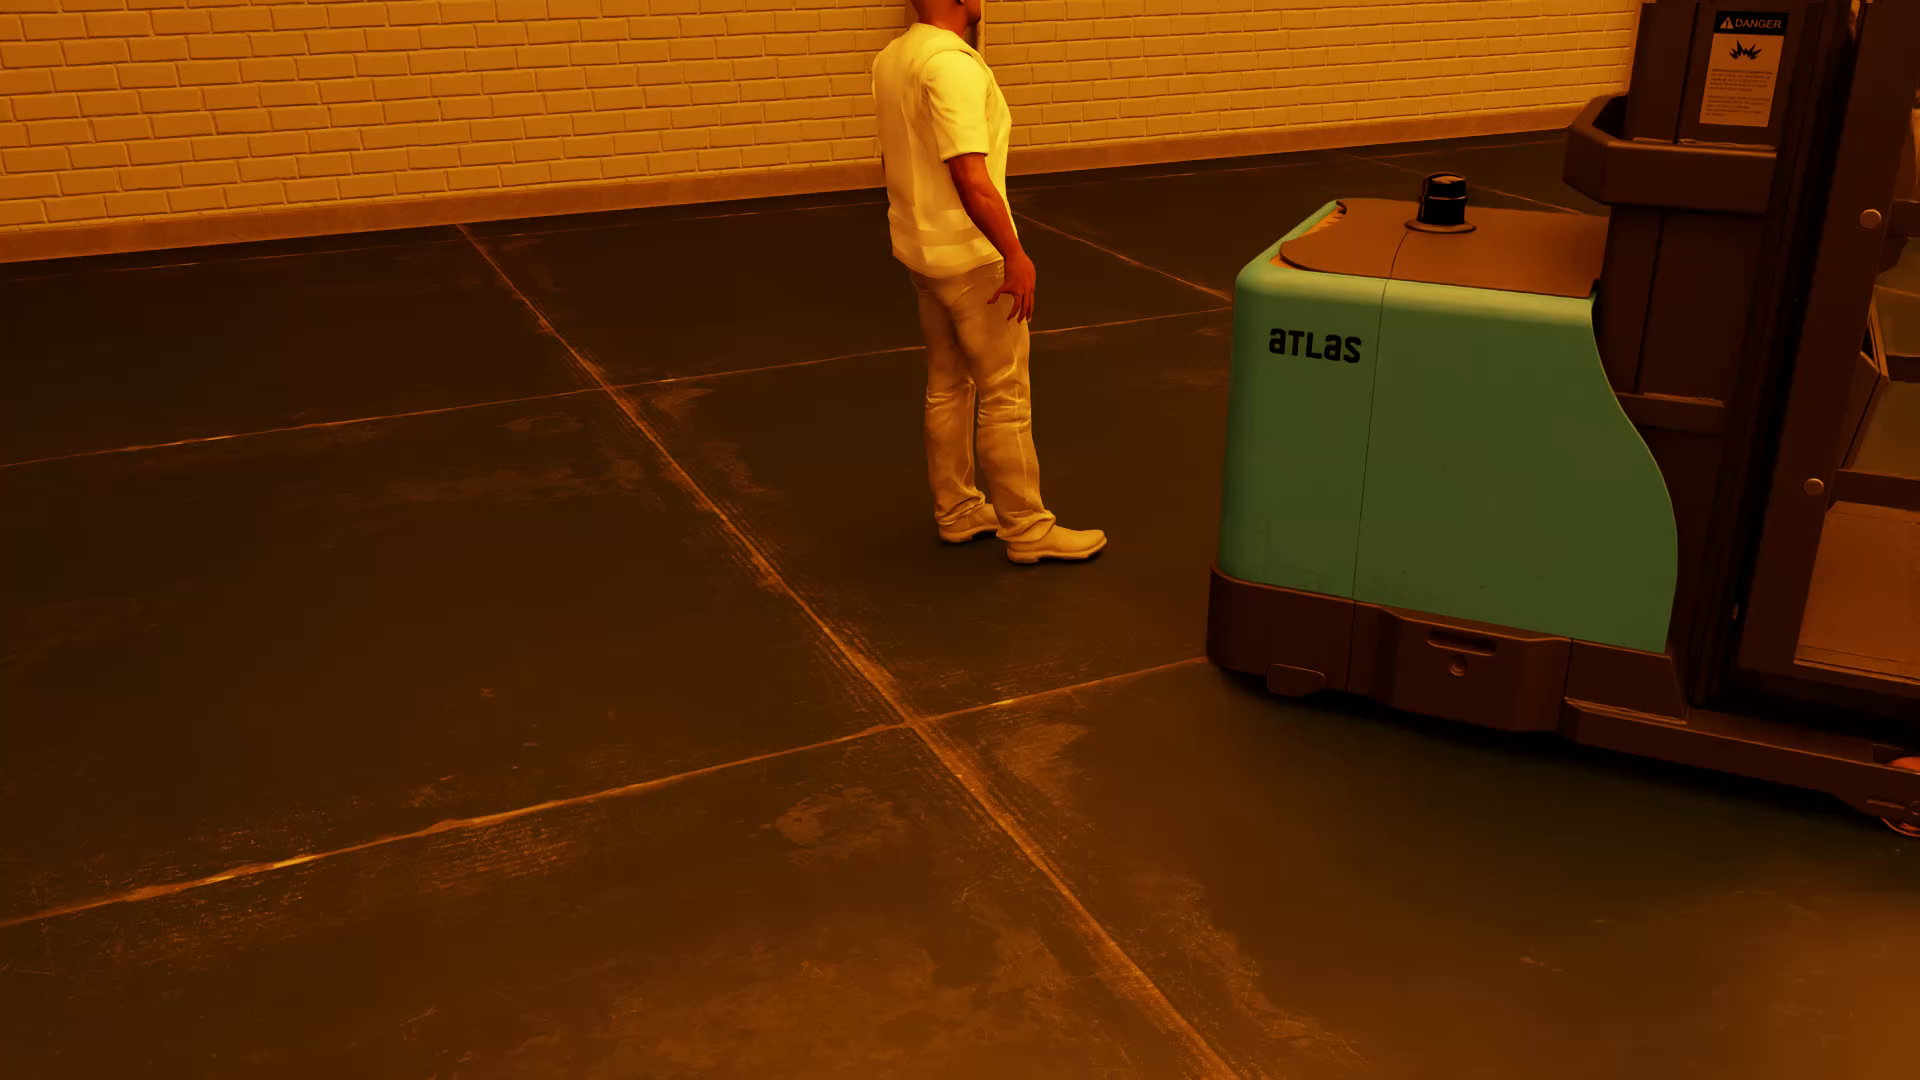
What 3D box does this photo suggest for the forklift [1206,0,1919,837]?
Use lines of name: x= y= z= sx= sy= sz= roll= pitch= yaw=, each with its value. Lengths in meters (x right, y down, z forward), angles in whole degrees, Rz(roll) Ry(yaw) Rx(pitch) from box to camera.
forklift: x=2.186 y=-0.918 z=3.496 sx=3.031 sy=2.935 sz=1.130 roll=10 pitch=25 yaw=23

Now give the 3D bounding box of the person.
person: x=0.065 y=-0.831 z=4.787 sx=0.577 sy=1.765 sz=0.665 roll=-10 pitch=25 yaw=-23
